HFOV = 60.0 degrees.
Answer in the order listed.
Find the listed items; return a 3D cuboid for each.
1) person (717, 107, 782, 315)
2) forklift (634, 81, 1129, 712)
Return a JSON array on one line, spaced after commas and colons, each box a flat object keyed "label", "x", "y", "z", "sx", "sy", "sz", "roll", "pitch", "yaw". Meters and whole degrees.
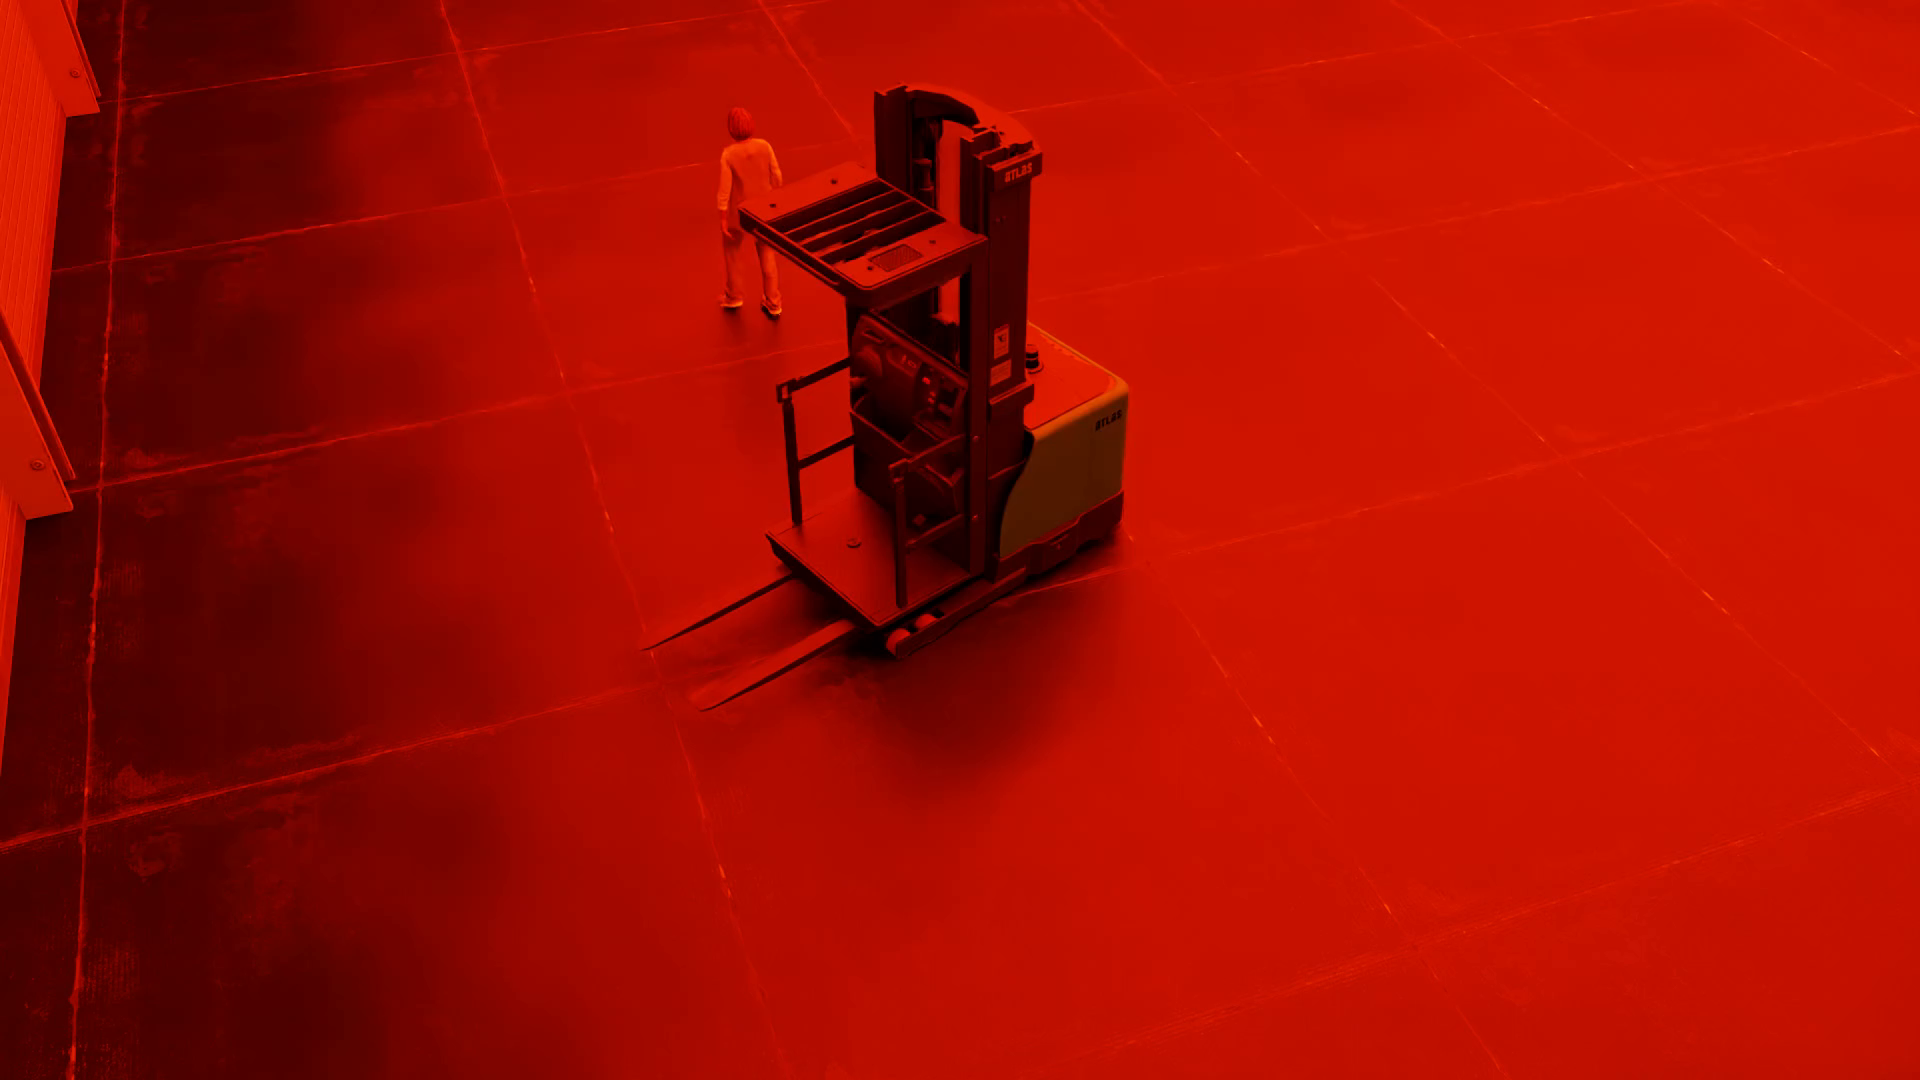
[{"label": "person", "x": -1.513, "y": -2.341, "z": 11.857, "sx": 0.494, "sy": 1.622, "sz": 0.477, "roll": -18, "pitch": 43, "yaw": -20}, {"label": "forklift", "x": -0.445, "y": -0.835, "z": 8.990, "sx": 3.031, "sy": 2.935, "sz": 1.130, "roll": -29, "pitch": 48, "yaw": -30}]
